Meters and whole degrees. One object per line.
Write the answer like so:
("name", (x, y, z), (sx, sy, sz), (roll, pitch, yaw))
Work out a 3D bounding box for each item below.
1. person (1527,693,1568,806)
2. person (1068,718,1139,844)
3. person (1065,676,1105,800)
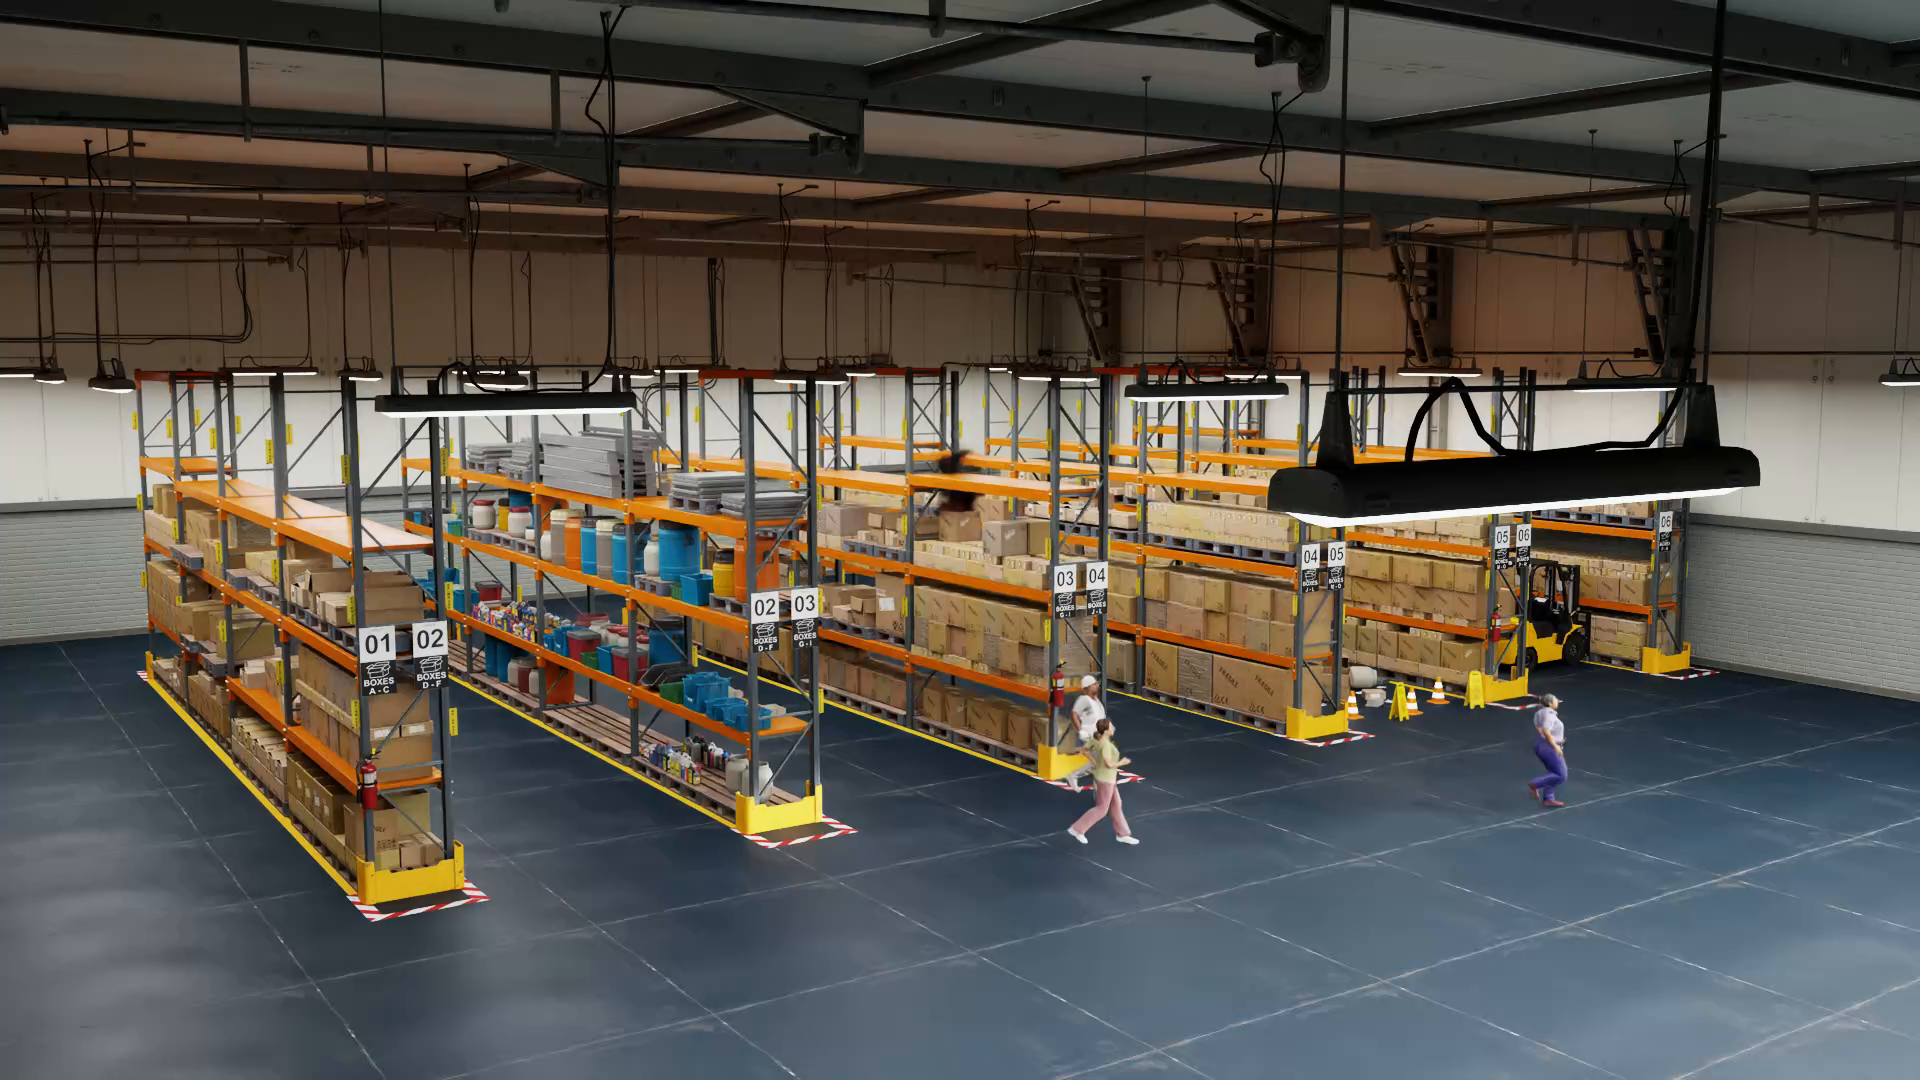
("person", (8.172, 2.926, 23.186), (0.566, 1.599, 0.623), (0, 6, -1))
("person", (1.840, 3.093, 21.193), (0.955, 1.673, 0.578), (-1, 7, -9))
("person", (1.876, 2.811, 23.644), (0.743, 1.754, 0.733), (2, 7, 20))
